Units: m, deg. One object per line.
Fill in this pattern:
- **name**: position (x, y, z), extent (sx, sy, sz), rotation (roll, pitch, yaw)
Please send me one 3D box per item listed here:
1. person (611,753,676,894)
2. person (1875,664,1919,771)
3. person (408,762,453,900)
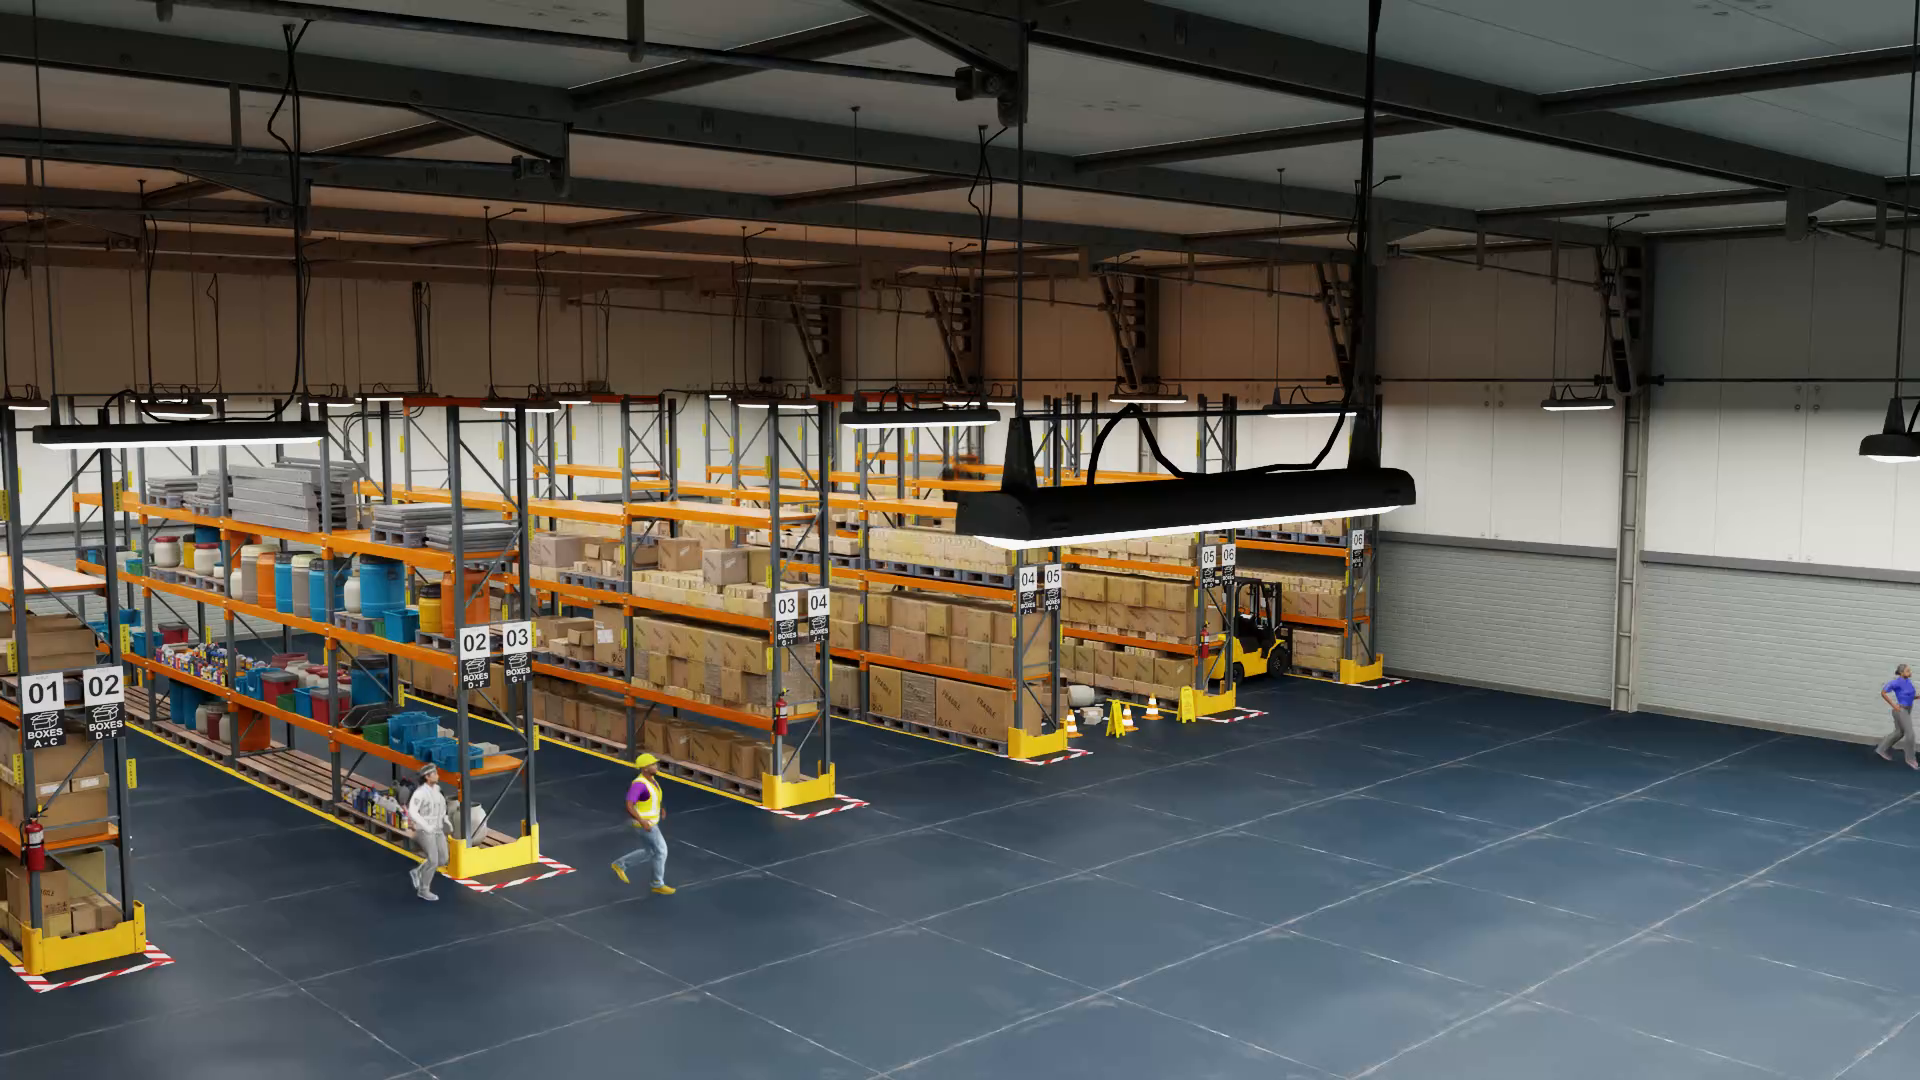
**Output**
- **person**: position (-3.919, 3.494, 20.502), extent (0.820, 1.748, 0.717), rotation (0, 6, -2)
- **person**: position (15.404, 2.876, 27.207), extent (0.567, 1.684, 0.781), rotation (-5, 7, -41)
- **person**: position (-6.513, 3.554, 20.396), extent (0.503, 1.653, 0.681), rotation (2, 6, 15)
